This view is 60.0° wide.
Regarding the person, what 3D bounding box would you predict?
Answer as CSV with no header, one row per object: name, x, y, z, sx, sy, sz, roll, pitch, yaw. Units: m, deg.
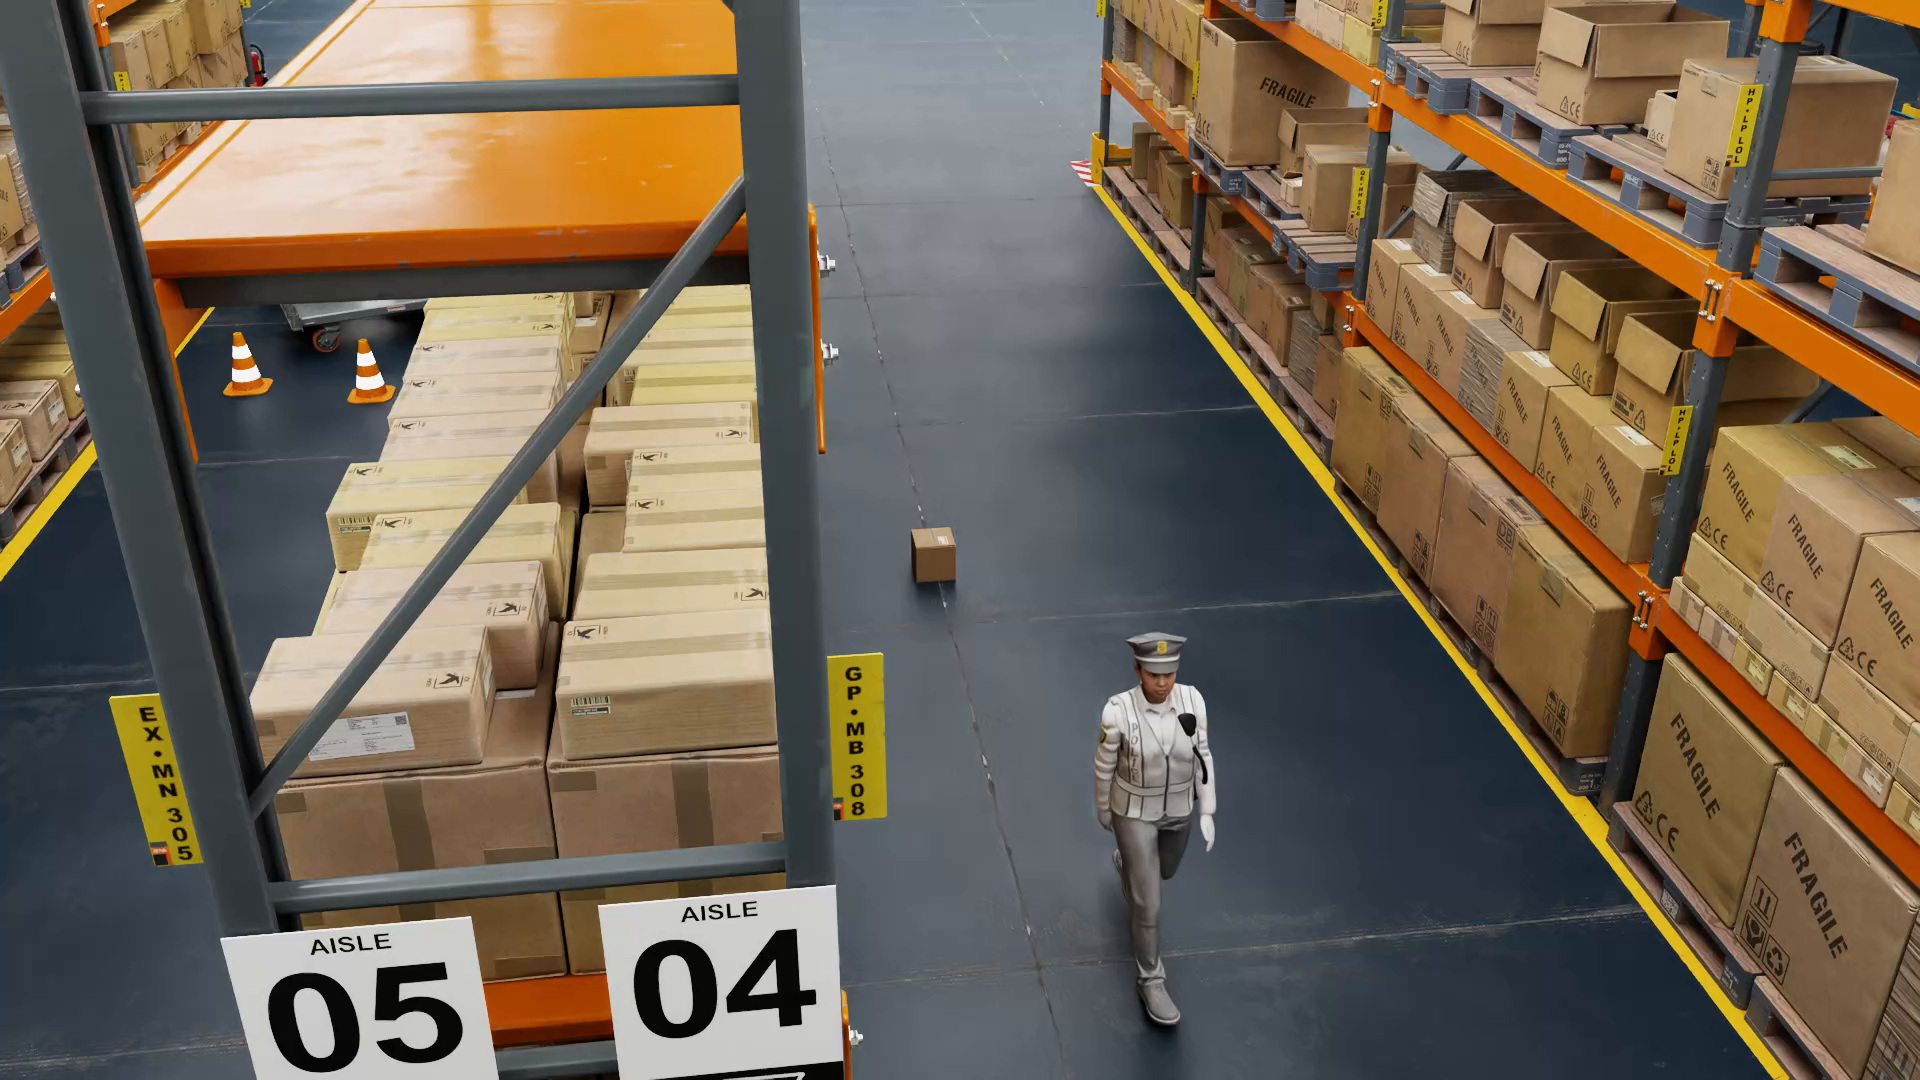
person,0.802,1.085,6.937,0.477,1.645,0.949,-8,28,-15
